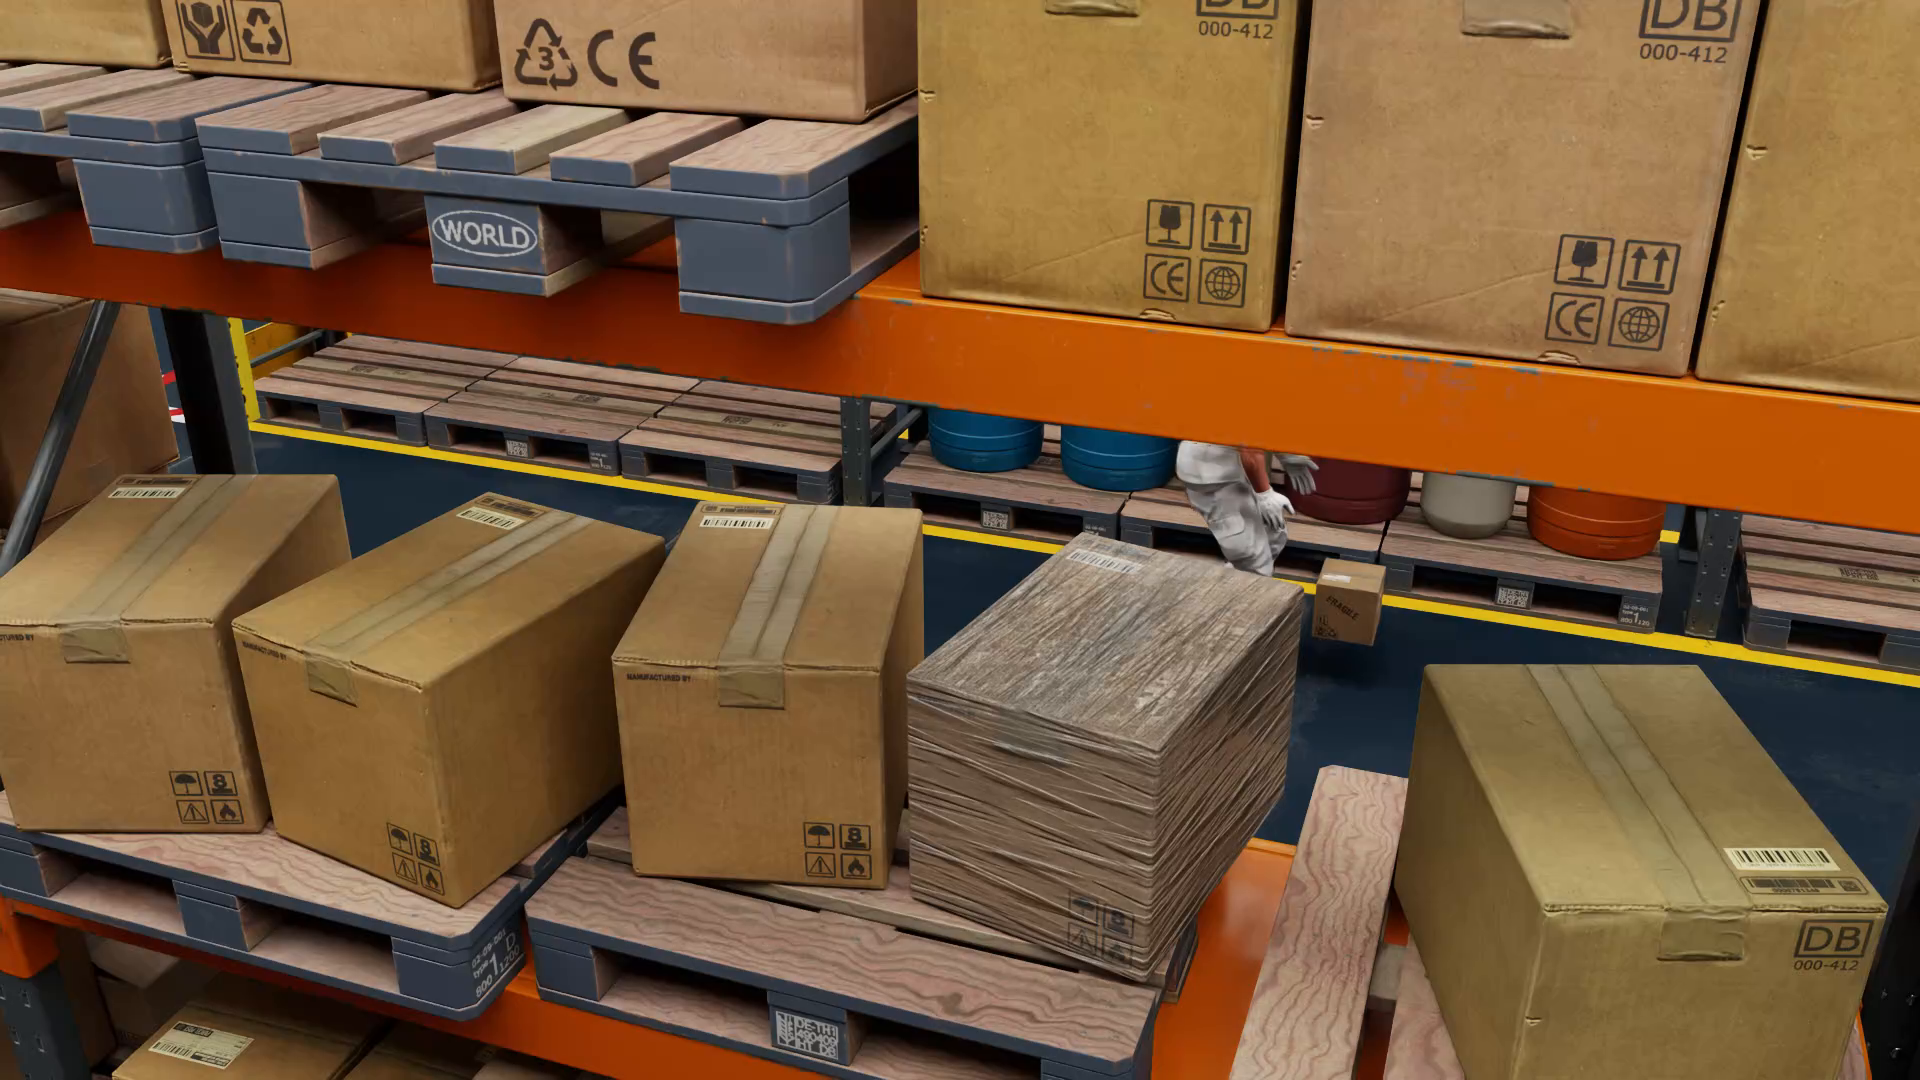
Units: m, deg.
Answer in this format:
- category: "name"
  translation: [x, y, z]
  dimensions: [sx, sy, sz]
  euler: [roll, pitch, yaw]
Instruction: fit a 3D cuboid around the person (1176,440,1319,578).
- category: "person"
  translation: [1.204, -0.265, 6.829]
  dimensions: [0.602, 1.627, 0.568]
  euler: [9, 27, 18]
